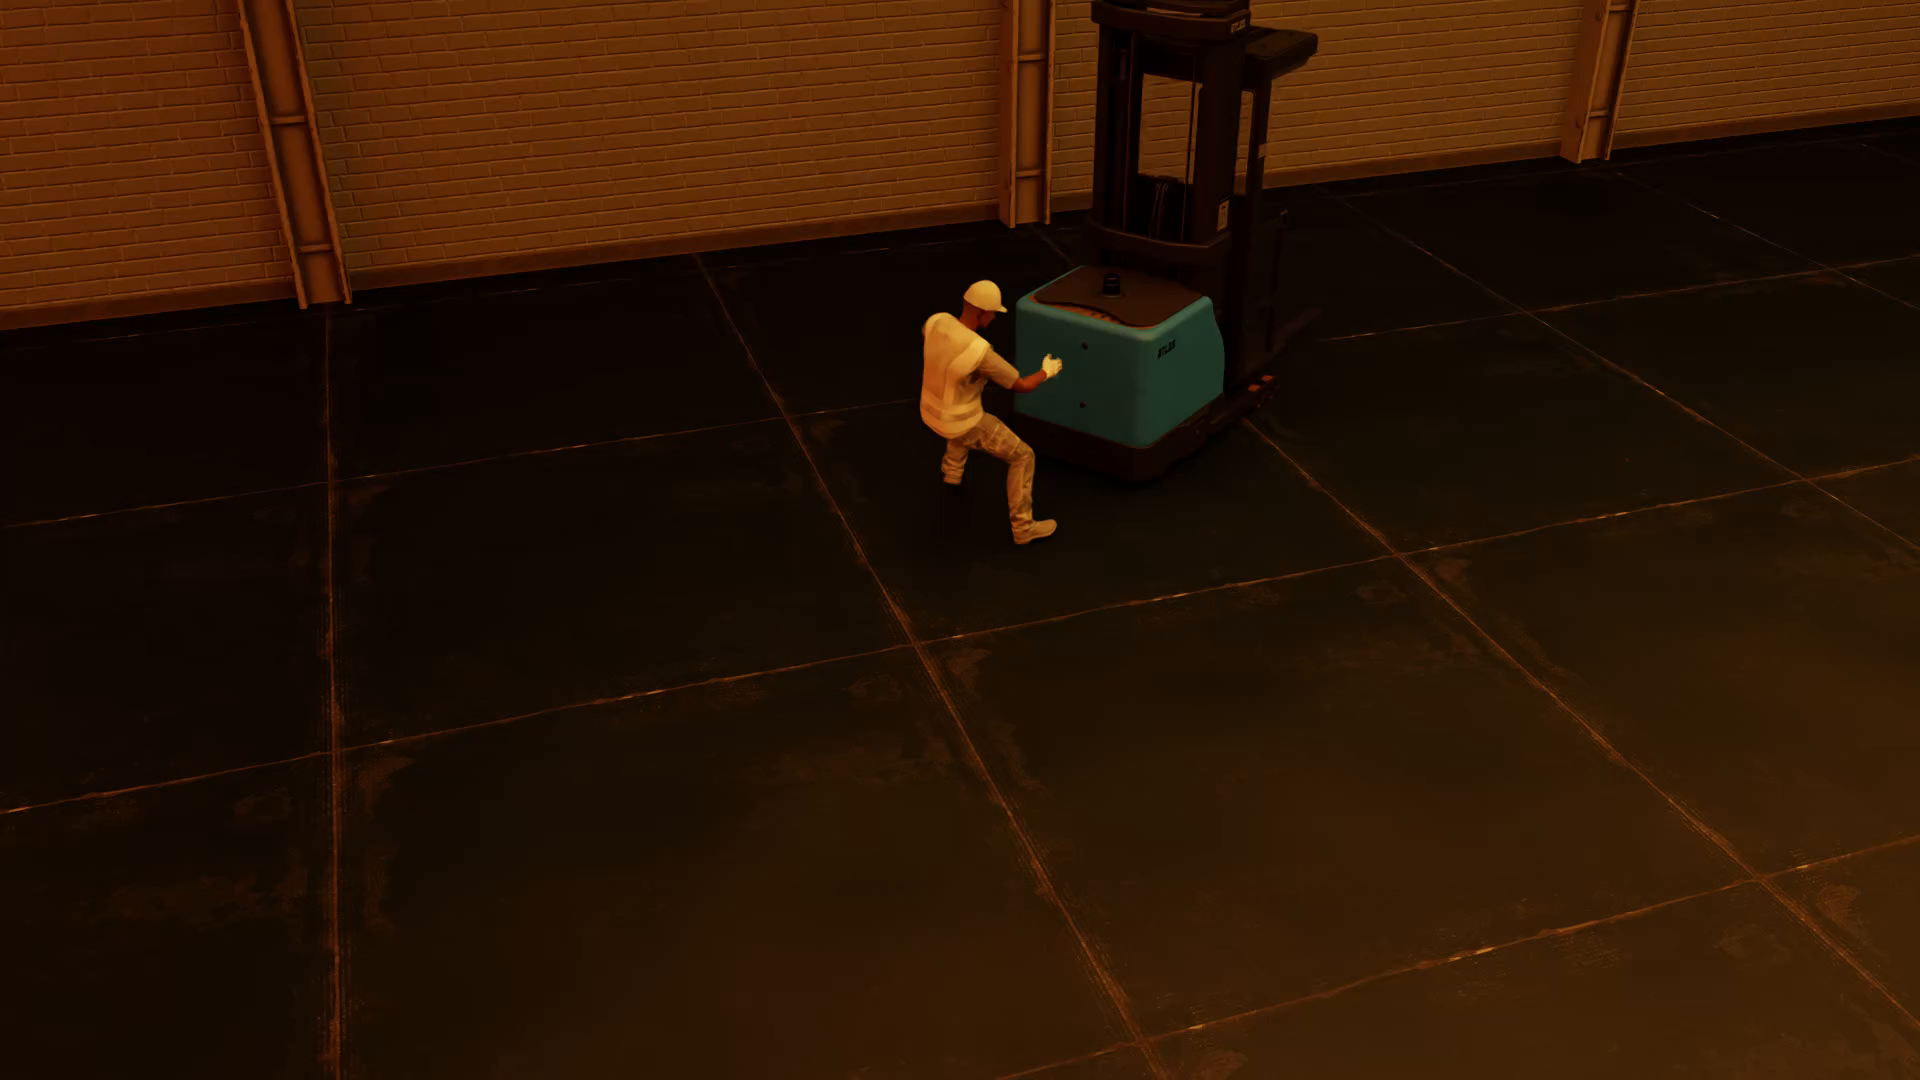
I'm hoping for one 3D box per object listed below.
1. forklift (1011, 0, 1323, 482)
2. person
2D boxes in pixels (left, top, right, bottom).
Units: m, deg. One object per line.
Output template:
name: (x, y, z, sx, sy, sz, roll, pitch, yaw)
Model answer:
forklift: (1.604, -2.318, 11.116, 1.130, 2.935, 3.031, 20, 35, 30)
person: (0.154, -0.863, 9.977, 0.792, 1.552, 1.040, -18, 34, -28)
